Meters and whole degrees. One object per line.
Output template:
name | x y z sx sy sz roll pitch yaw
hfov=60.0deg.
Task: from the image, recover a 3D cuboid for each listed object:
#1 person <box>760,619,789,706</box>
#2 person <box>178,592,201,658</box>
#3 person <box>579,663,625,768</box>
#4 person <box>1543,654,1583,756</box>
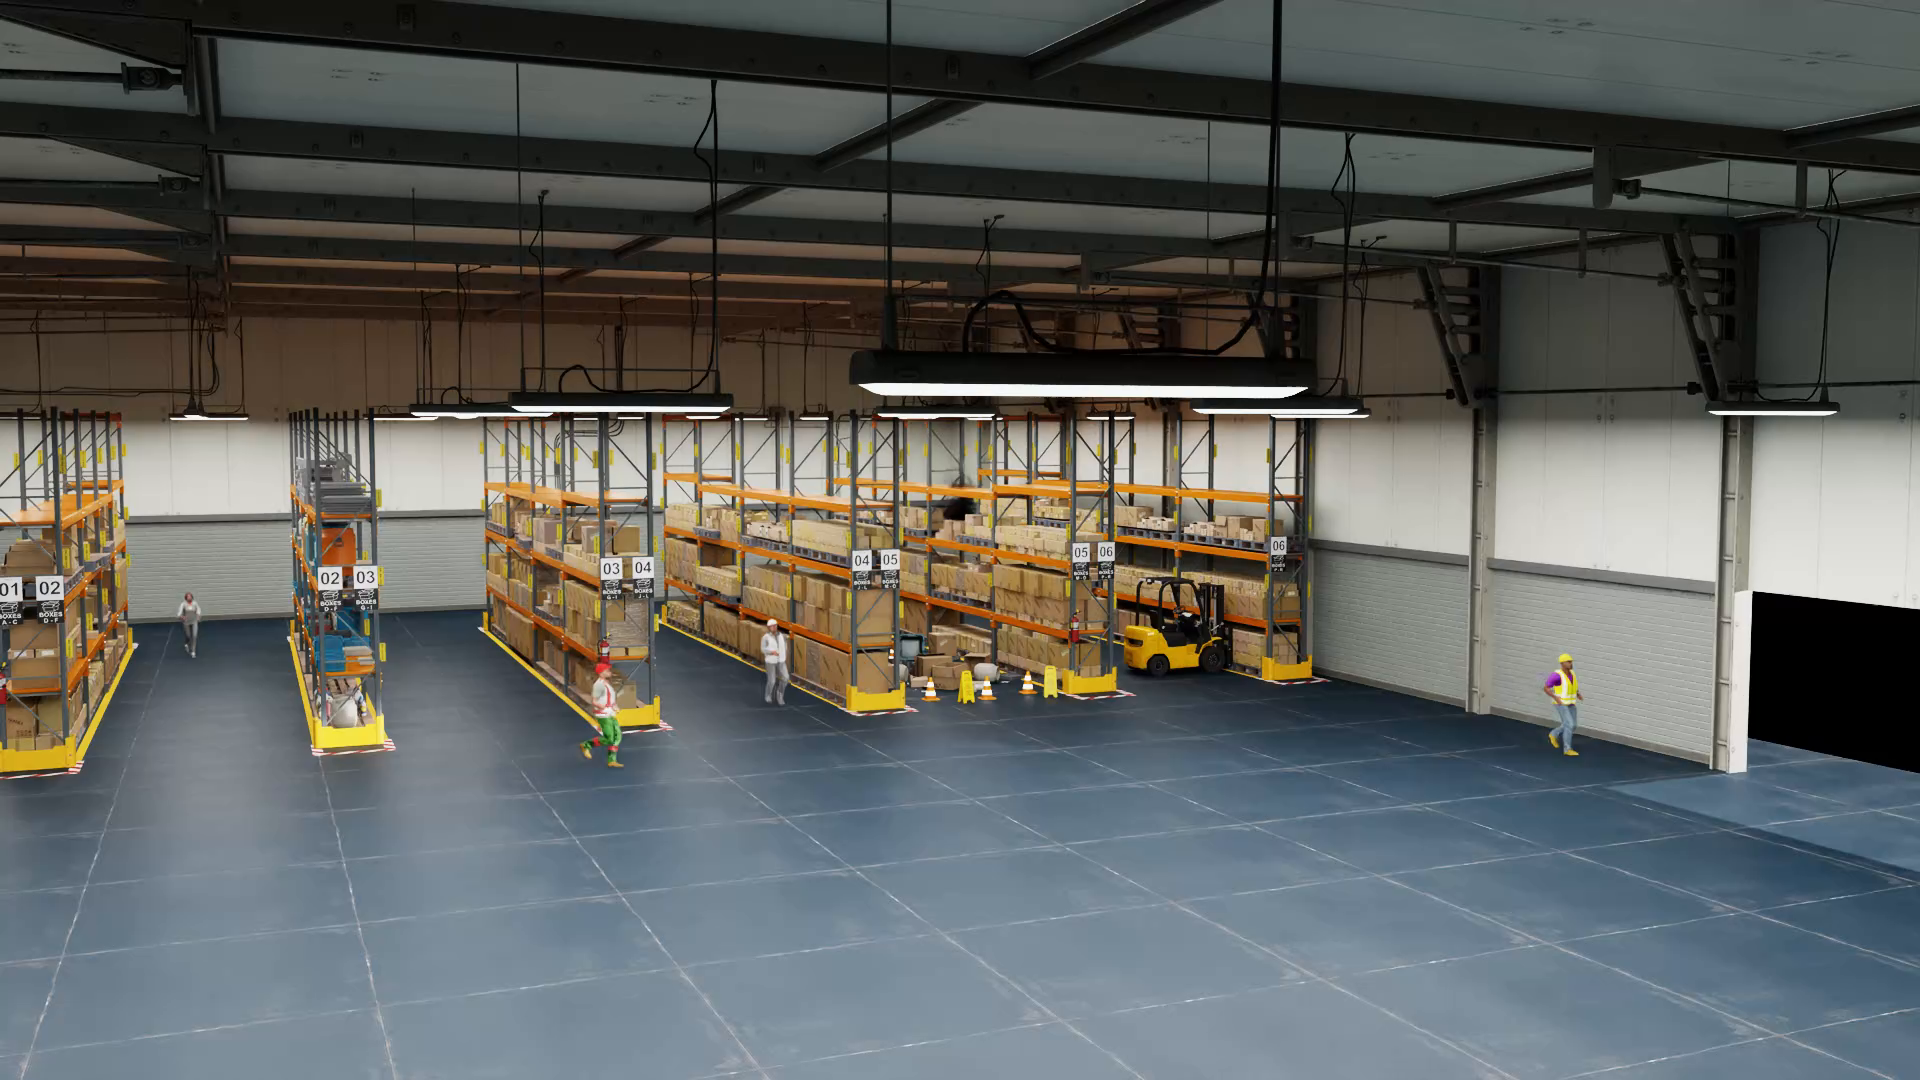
person | -3.749 2.494 33.816 0.662 1.789 0.726 -2 5 -28
person | -18.993 2.070 40.985 0.534 1.590 0.817 -3 5 -34
person | -5.958 2.918 27.688 0.744 1.759 0.655 0 4 4
person | 10.456 2.838 28.790 0.730 1.741 0.715 -2 5 -29
